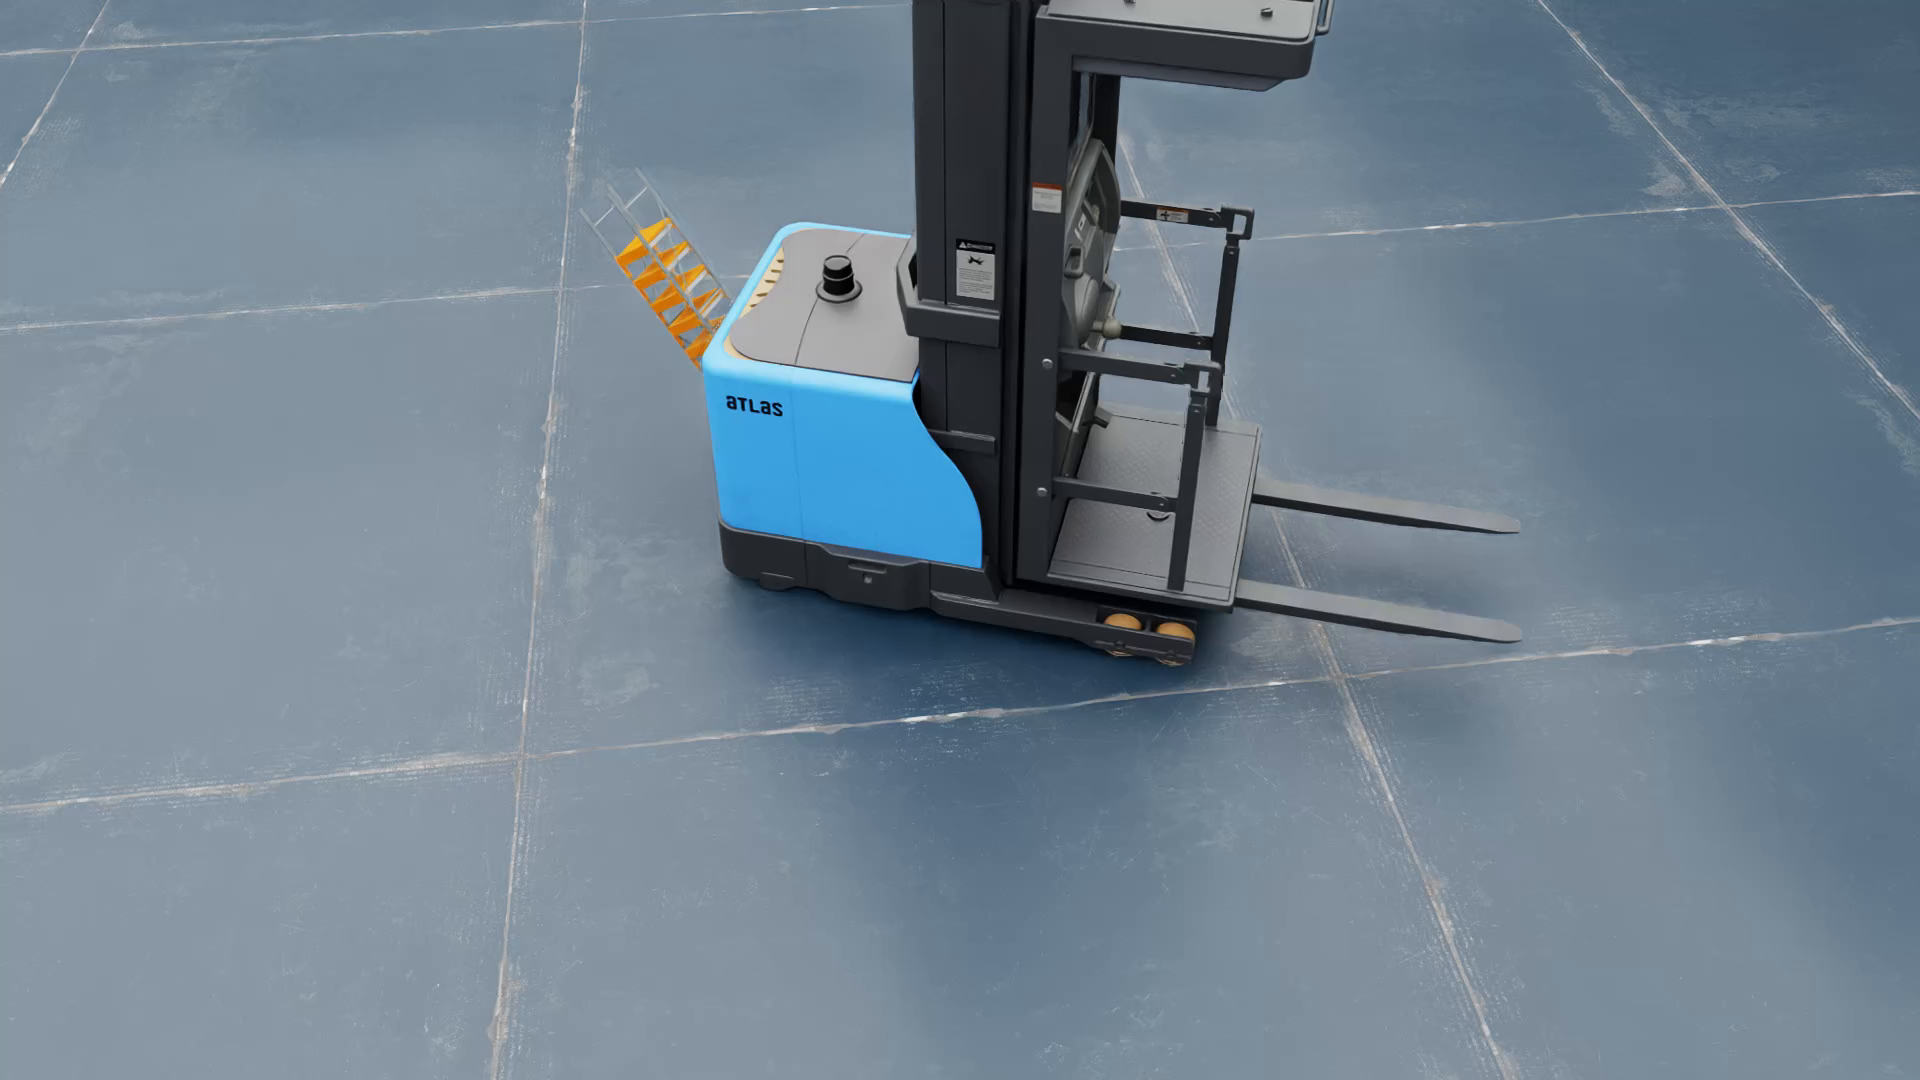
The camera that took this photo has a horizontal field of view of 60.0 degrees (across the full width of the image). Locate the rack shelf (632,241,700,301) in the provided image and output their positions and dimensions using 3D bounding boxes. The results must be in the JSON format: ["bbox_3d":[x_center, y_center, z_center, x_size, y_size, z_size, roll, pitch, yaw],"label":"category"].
[{"bbox_3d":[-1.222,-1.131,6.947,0.180,0.103,0.258,-17,30,37],"label":"rack shelf"}]

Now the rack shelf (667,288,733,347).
[{"bbox_3d":[-1.093,-0.952,7.042,0.180,0.103,0.258,-17,30,37],"label":"rack shelf"}]

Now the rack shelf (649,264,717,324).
[{"bbox_3d":[-1.157,-1.041,6.994,0.180,0.103,0.258,-17,30,37],"label":"rack shelf"}]

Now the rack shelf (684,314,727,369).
[{"bbox_3d":[-1.029,-0.862,7.090,0.180,0.103,0.258,-17,30,37],"label":"rack shelf"}]

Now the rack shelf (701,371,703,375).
[{"bbox_3d":[-0.965,-0.772,7.137,0.180,0.103,0.258,-17,30,37],"label":"rack shelf"}]

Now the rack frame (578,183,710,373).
[{"bbox_3d":[-1.187,-0.964,7.080,0.006,1.200,0.240,-17,30,37],"label":"rack frame"}]

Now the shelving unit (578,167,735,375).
[{"bbox_3d":[-1.117,-0.985,7.024,0.189,1.200,0.258,-17,30,37],"label":"shelving unit"}]

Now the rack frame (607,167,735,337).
[{"bbox_3d":[-1.047,-1.006,6.969,0.006,1.200,0.240,-17,30,37],"label":"rack frame"}]

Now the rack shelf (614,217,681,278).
[{"bbox_3d":[-1.286,-1.220,6.899,0.180,0.103,0.258,-17,30,37],"label":"rack shelf"}]

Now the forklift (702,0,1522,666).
[{"bbox_3d":[0.639,-1.012,5.684,3.031,2.935,1.130,9,43,10],"label":"forklift"}]
